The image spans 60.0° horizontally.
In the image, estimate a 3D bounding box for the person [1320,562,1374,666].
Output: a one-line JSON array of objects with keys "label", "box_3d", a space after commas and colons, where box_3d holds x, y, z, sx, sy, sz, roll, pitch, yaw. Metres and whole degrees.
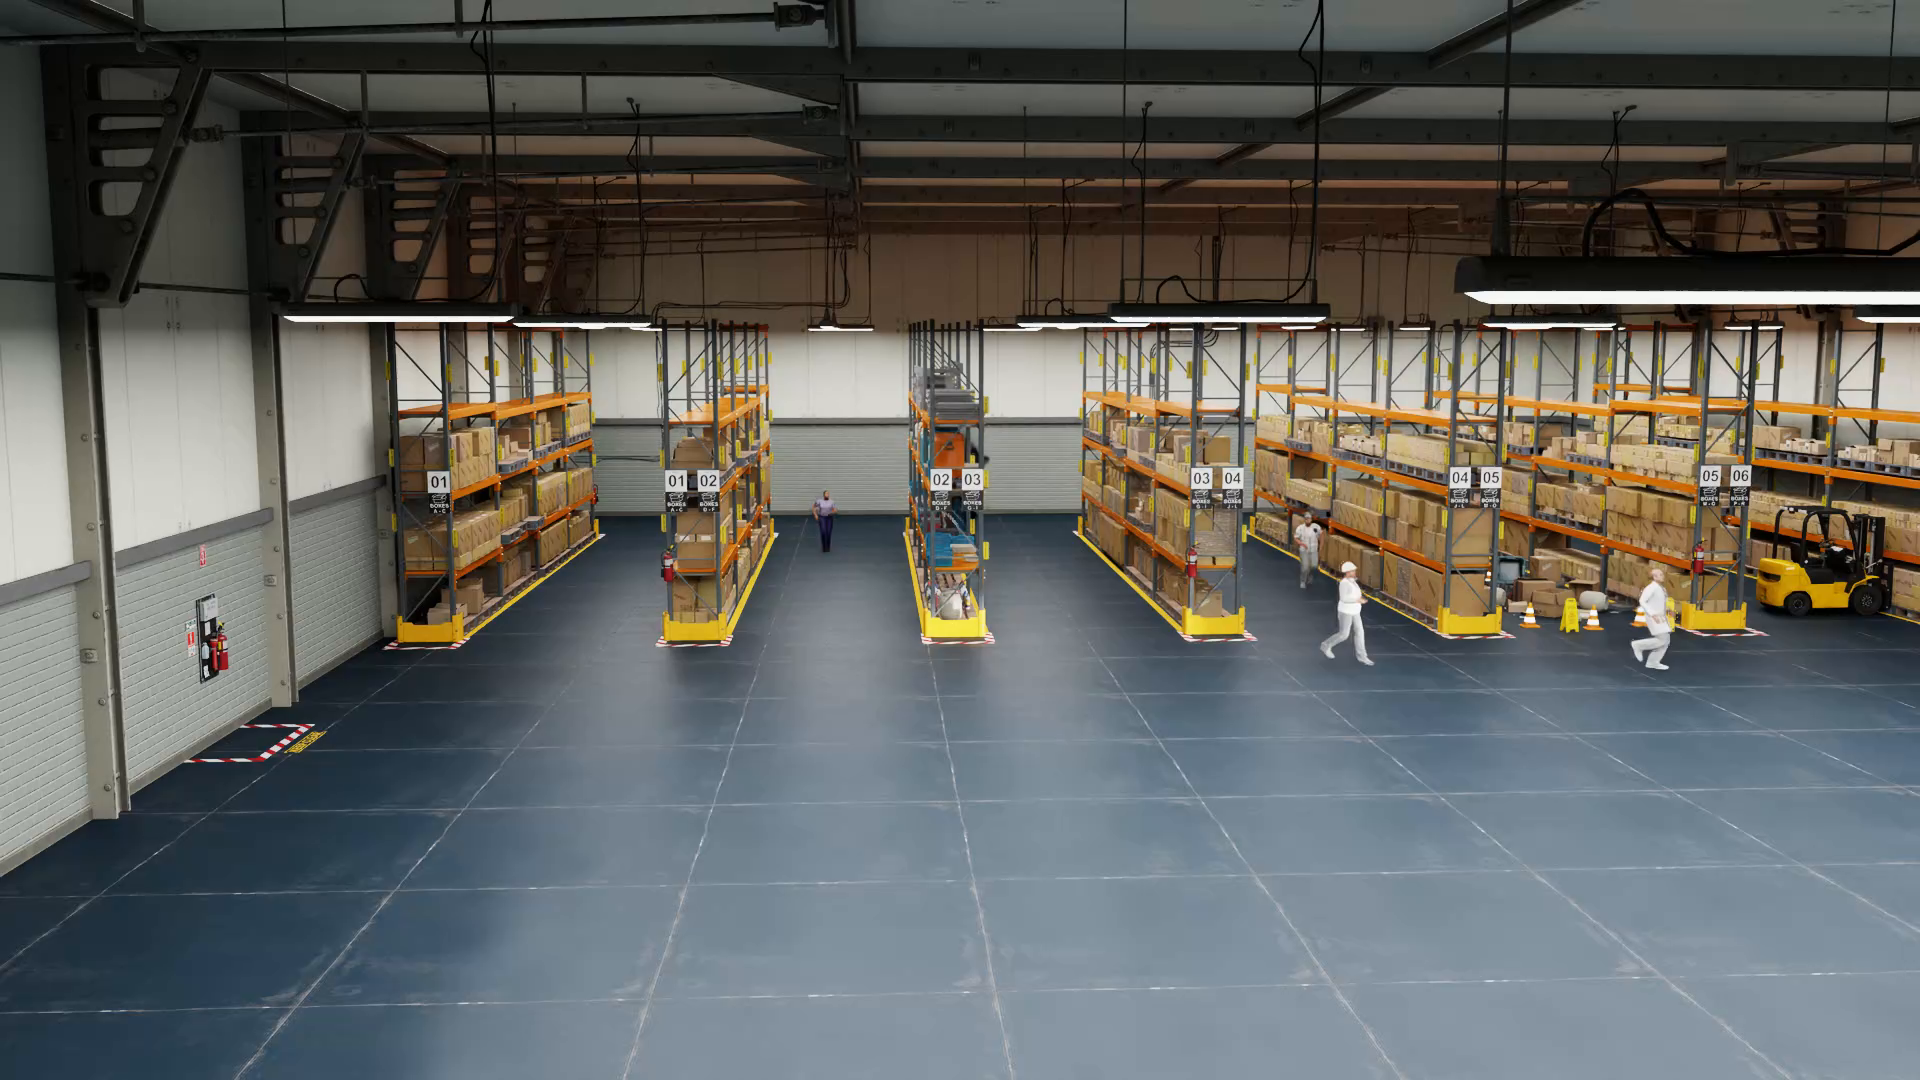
[{"label": "person", "box_3d": [6.744, 1.268, 28.912, 0.955, 1.789, 0.658, 5, 9, 34]}]

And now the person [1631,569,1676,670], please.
[{"label": "person", "box_3d": [11.910, 1.354, 28.544, 0.637, 1.732, 0.712, 6, 9, 39]}]

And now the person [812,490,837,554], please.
[{"label": "person", "box_3d": [-3.545, -0.478, 43.861, 0.607, 1.683, 0.732, -2, 7, -17]}]

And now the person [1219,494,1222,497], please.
[{"label": "person", "box_3d": [7.261, -0.720, 45.241, 0.557, 1.719, 0.885, 0, 7, 2]}]

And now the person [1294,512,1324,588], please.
[{"label": "person", "box_3d": [7.882, 0.233, 37.514, 0.688, 1.745, 0.718, 1, 7, 4]}]
